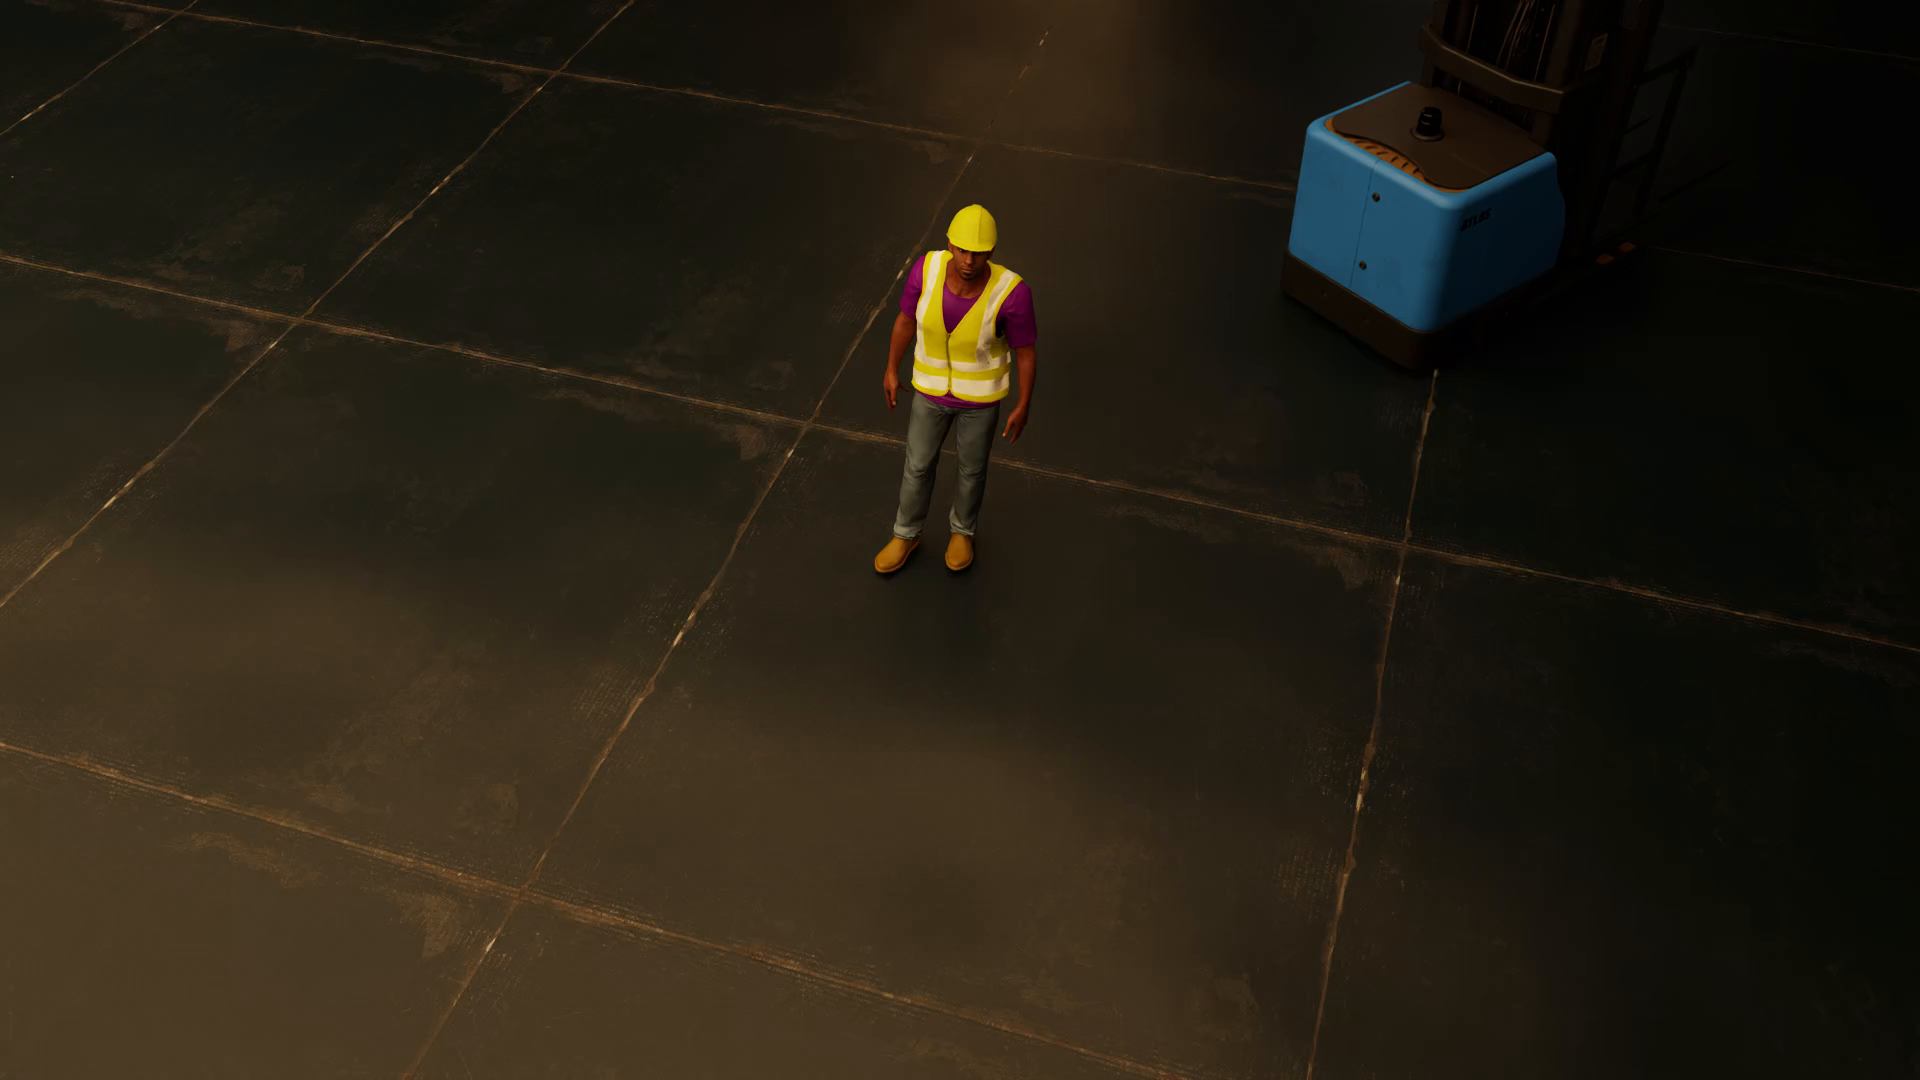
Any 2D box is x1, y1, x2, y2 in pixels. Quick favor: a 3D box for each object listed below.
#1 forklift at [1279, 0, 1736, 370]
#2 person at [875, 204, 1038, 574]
[{"bbox_3d":[3.262,-2.784,8.681,3.031,2.935,1.130,-27,49,-26],"label":"forklift"},{"bbox_3d":[-0.027,-0.608,7.187,0.666,1.765,0.577,12,44,13],"label":"person"}]
